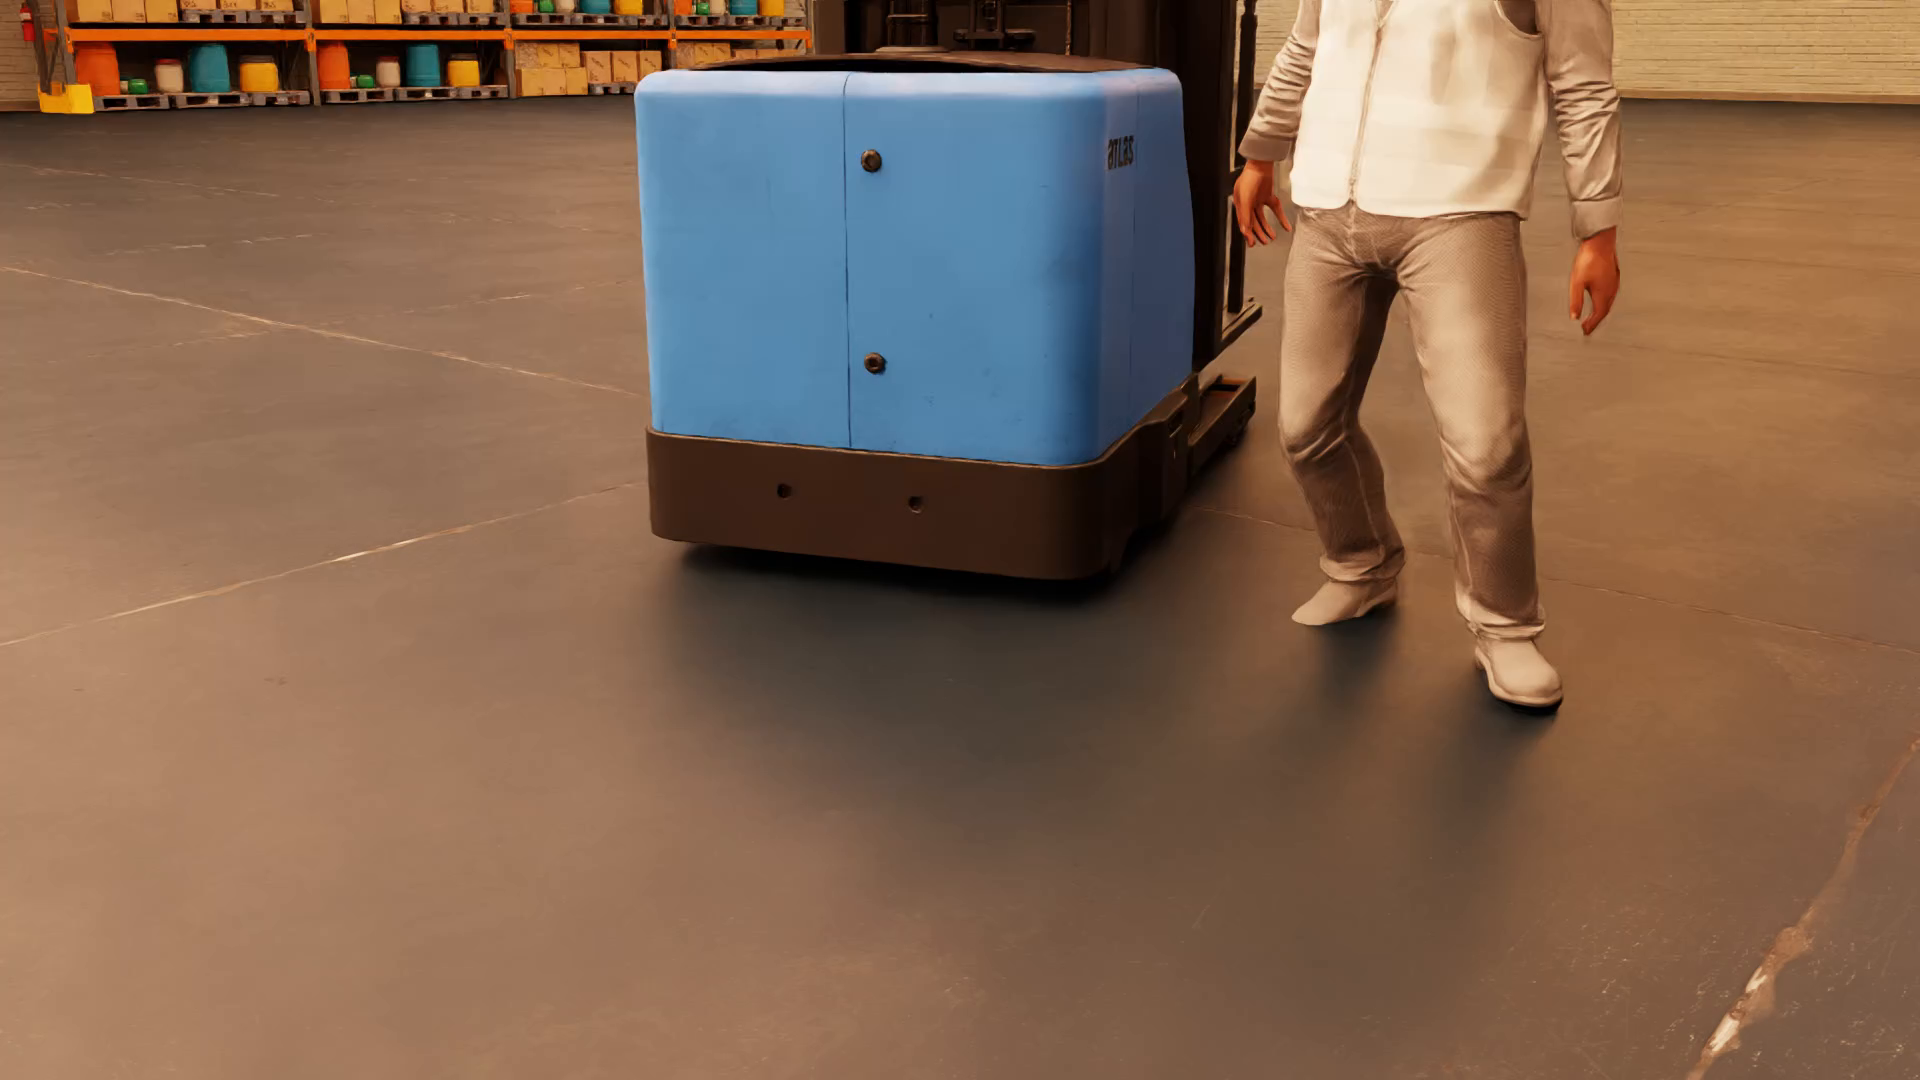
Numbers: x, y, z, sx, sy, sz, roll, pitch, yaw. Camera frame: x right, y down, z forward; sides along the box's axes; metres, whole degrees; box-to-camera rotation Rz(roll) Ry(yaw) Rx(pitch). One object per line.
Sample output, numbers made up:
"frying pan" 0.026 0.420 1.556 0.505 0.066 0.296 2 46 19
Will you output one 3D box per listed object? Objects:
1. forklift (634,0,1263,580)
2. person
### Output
"forklift" 0.262 -1.707 4.518 1.130 2.935 3.031 6 18 18
"person" 0.827 -0.600 3.058 0.478 1.751 0.848 -15 23 -41
